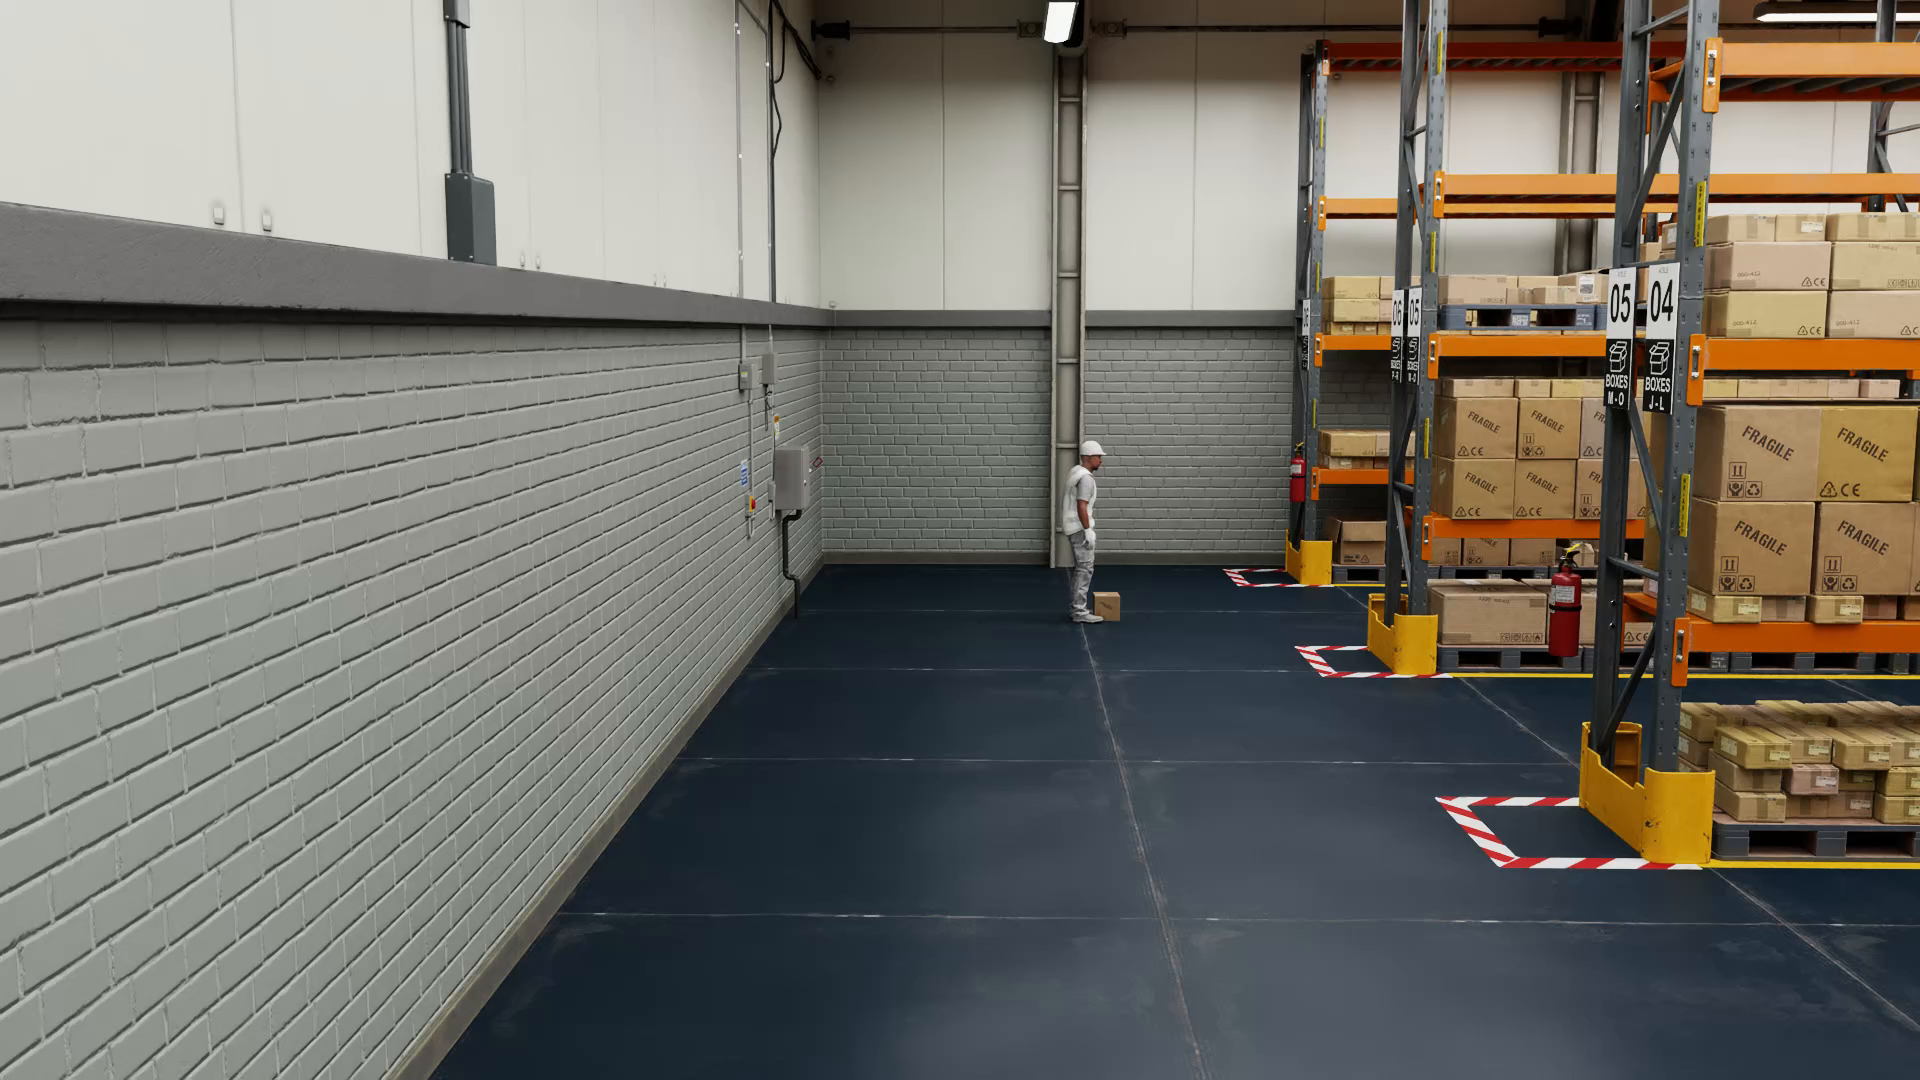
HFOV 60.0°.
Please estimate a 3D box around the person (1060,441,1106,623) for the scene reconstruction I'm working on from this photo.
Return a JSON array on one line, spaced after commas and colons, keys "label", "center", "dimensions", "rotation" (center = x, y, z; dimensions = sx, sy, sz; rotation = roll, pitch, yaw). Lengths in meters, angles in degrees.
[{"label": "person", "center": [1.226, -0.092, 16.463], "dimensions": [0.451, 1.773, 0.625], "rotation": [0, 7, -2]}]
